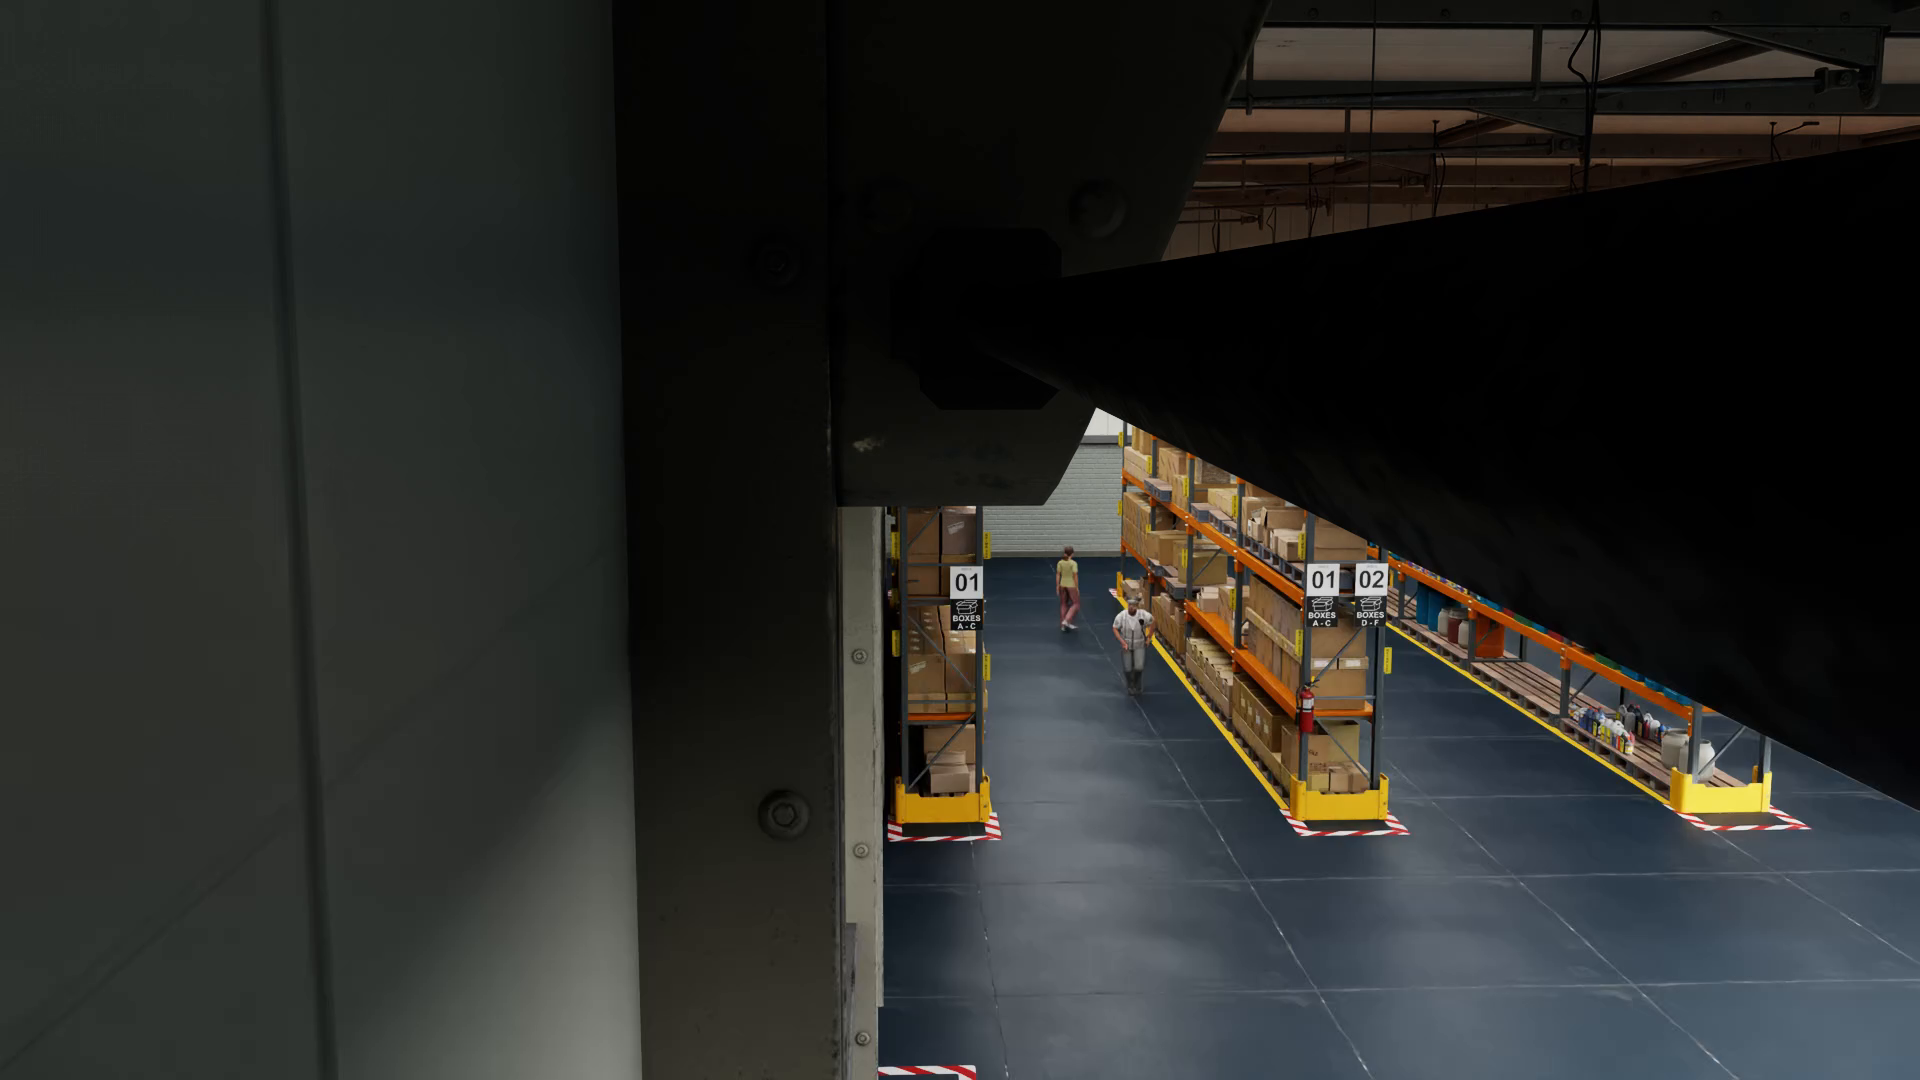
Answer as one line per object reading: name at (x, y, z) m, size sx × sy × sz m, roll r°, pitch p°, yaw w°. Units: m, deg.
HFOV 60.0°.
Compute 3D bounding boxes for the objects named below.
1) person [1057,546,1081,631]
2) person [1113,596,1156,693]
person at (2.082, 0.955, 32.414) m, size 0.486 × 1.671 × 0.517 m, roll 5°, pitch 10°, yaw 33°
person at (2.840, 1.700, 27.097) m, size 0.703 × 1.692 × 0.729 m, roll 1°, pitch 8°, yaw 7°
